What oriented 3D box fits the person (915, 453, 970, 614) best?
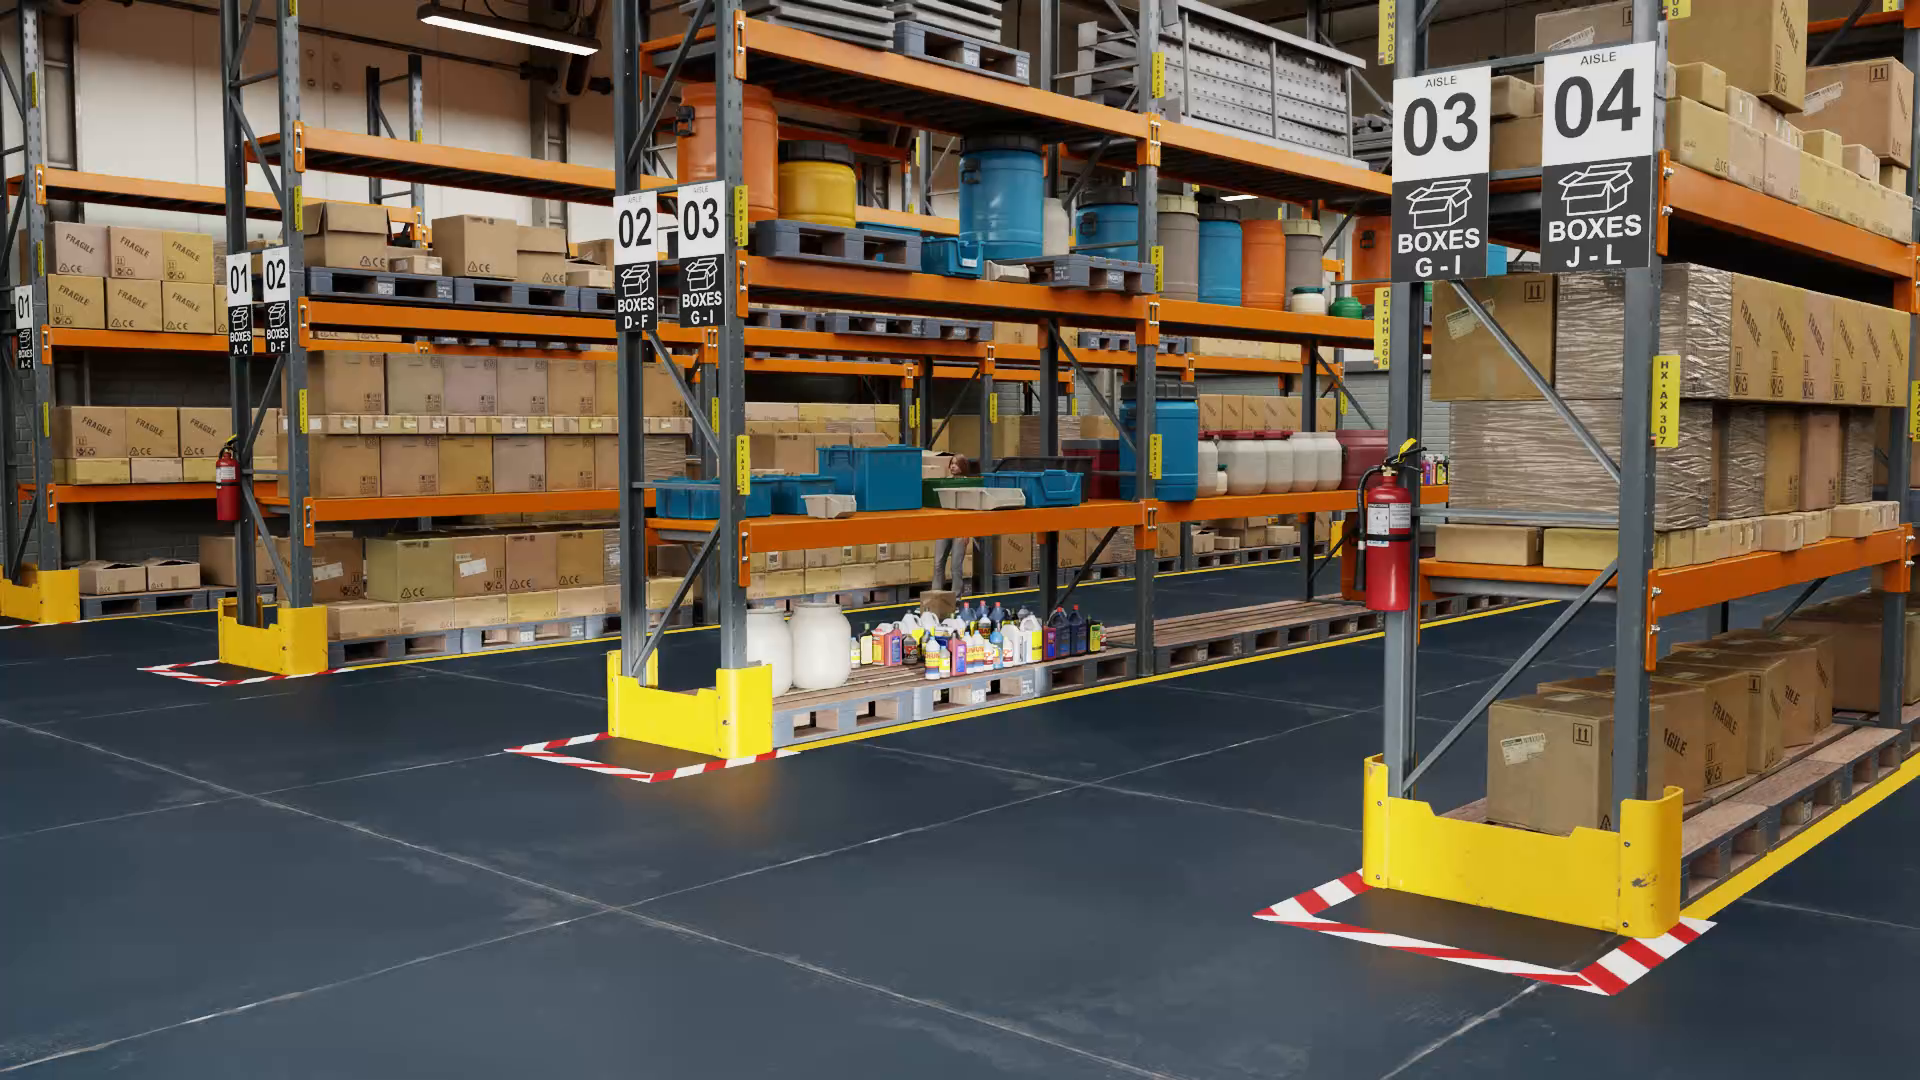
[{"bbox_3d":[-0.121,-0.056,16.463,0.520,1.593,0.476,3,5,42],"label":"person"}]
